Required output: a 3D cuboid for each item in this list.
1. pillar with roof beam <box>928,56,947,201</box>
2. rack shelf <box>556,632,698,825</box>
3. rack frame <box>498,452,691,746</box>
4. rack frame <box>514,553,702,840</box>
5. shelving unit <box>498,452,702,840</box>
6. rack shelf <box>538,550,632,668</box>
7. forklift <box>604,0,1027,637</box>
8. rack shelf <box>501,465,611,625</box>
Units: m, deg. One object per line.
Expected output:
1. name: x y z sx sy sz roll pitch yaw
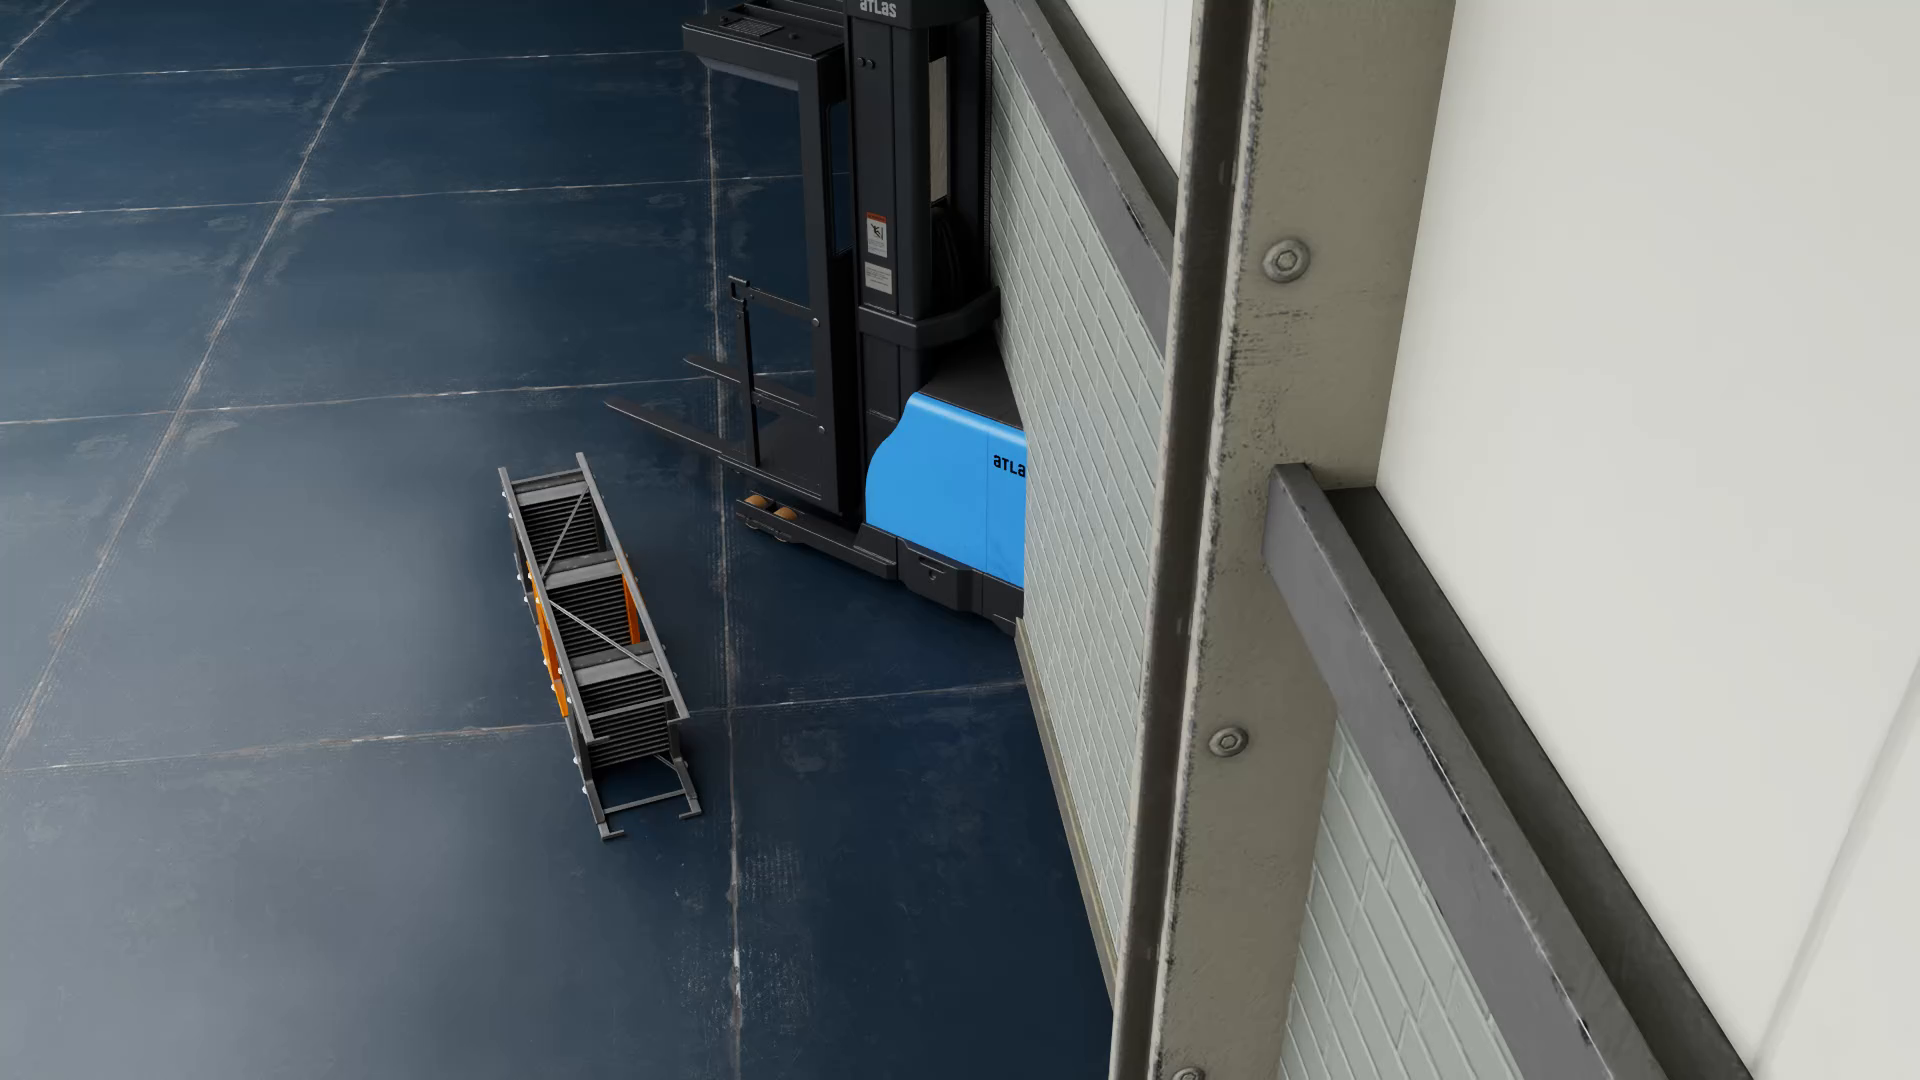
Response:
1. pillar with roof beam: -4.494 -4.428 6.757 9.100 9.000 0.400 -4 35 -6
2. rack shelf: -1.340 0.750 6.691 0.431 0.480 0.518 -13 36 -18
3. rack frame: -1.604 0.175 7.101 0.400 0.015 2.100 -13 36 -18
4. rack frame: -1.604 0.578 7.376 0.400 0.015 2.100 -13 36 -18
5. shelving unit: -1.604 0.377 7.238 0.431 0.503 2.100 -13 36 -18
6. rack shelf: -1.650 0.312 7.333 0.368 0.457 0.174 -13 36 -18
7. forklift: -0.503 -1.419 7.730 3.031 2.935 1.130 22 40 29
8. rack shelf: -1.858 0.018 7.765 0.431 0.480 0.518 -13 36 -18
